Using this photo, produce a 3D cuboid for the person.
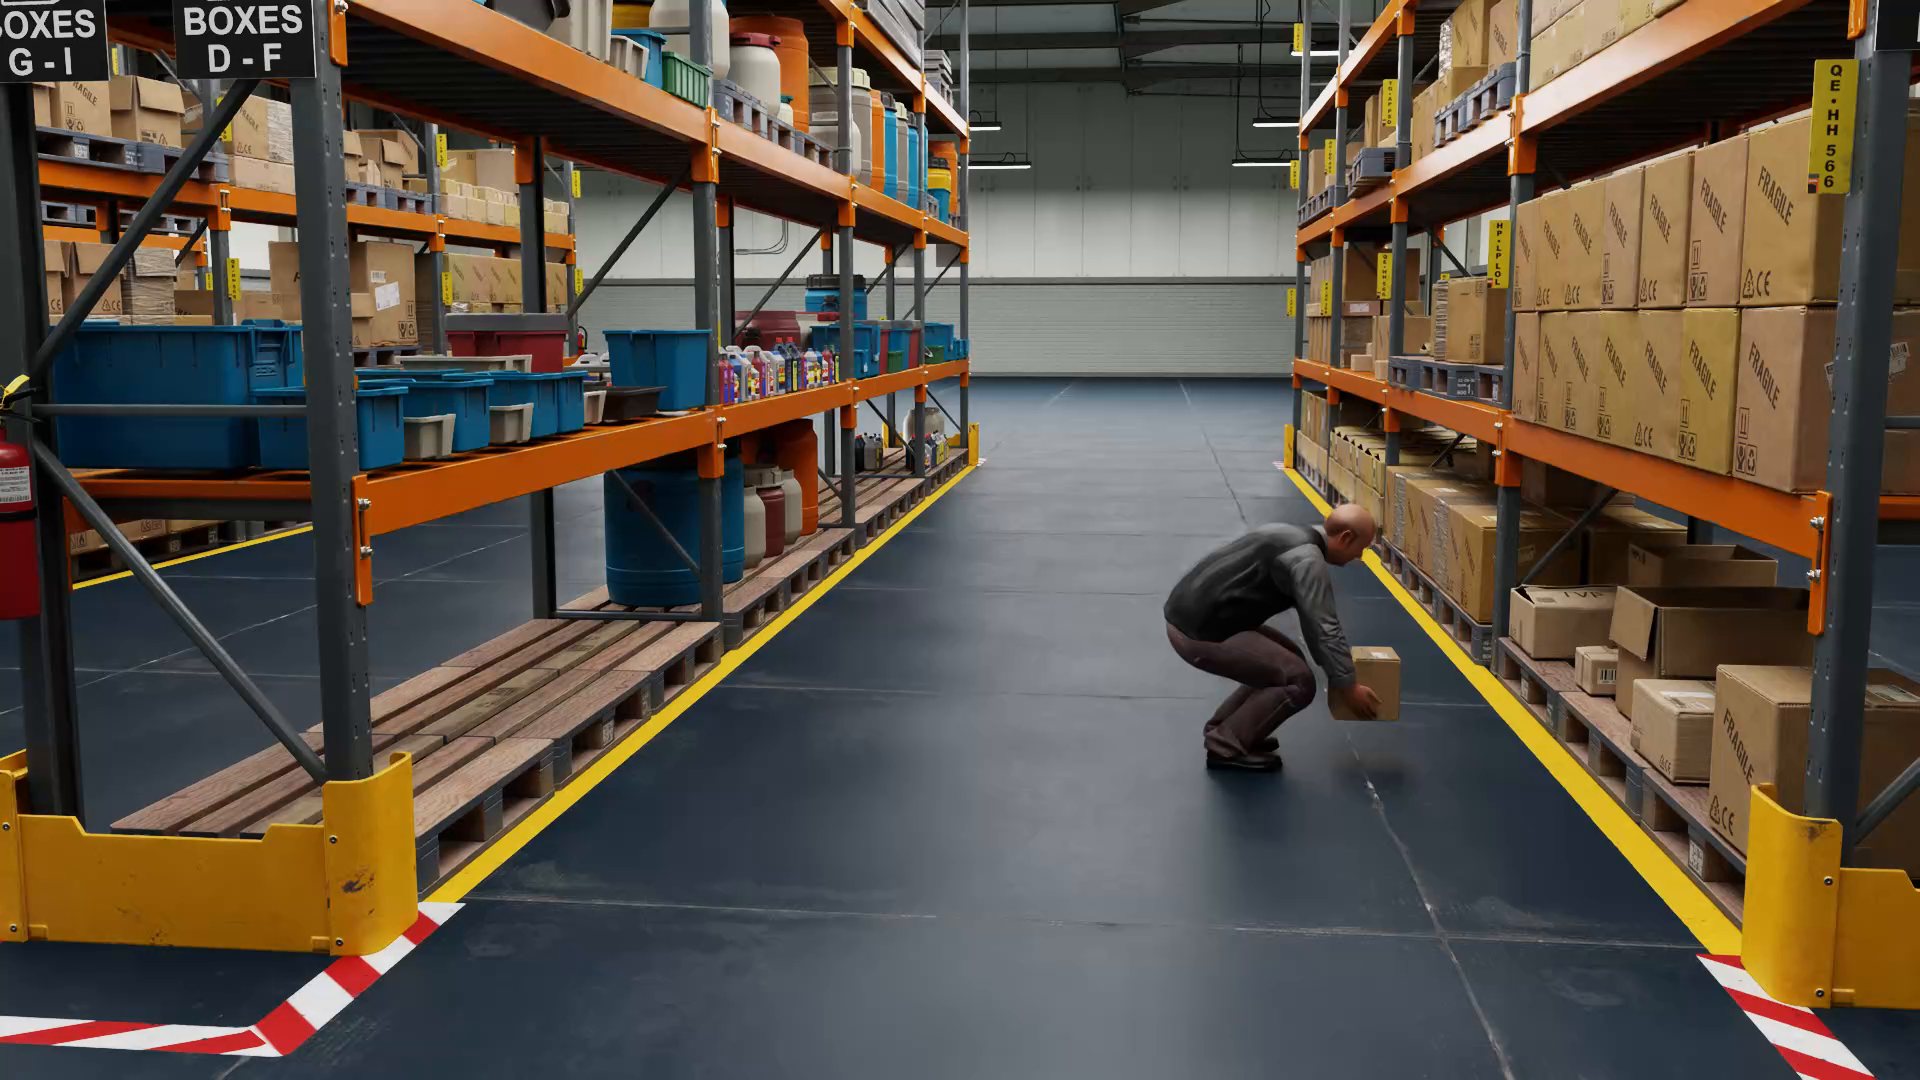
[{"bbox_3d":[1.244,0.371,6.688,0.848,1.043,0.550,1,8,6],"label":"person"}]
